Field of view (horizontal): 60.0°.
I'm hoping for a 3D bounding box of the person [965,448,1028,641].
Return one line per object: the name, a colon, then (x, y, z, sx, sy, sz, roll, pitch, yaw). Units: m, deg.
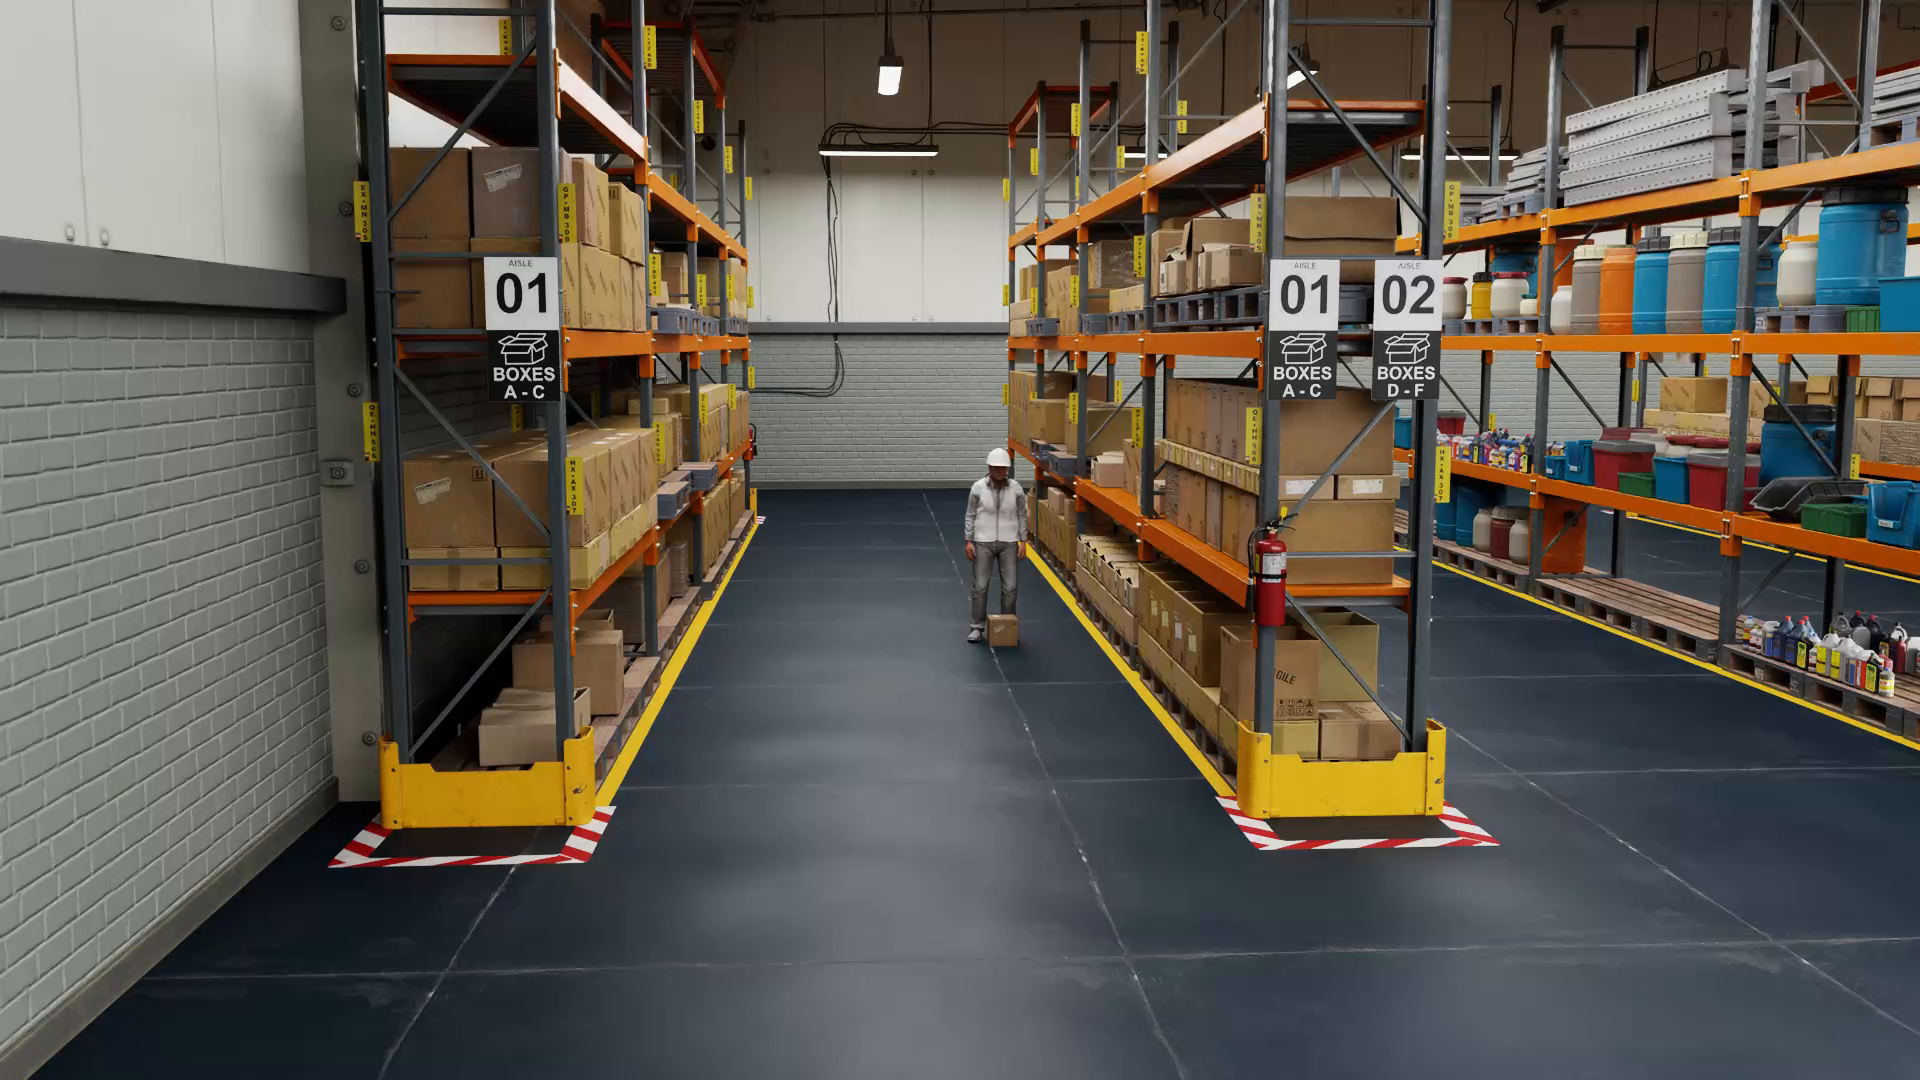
person: (0.333, 0.038, 15.308, 0.581, 1.771, 0.461, 0, 7, -3)
